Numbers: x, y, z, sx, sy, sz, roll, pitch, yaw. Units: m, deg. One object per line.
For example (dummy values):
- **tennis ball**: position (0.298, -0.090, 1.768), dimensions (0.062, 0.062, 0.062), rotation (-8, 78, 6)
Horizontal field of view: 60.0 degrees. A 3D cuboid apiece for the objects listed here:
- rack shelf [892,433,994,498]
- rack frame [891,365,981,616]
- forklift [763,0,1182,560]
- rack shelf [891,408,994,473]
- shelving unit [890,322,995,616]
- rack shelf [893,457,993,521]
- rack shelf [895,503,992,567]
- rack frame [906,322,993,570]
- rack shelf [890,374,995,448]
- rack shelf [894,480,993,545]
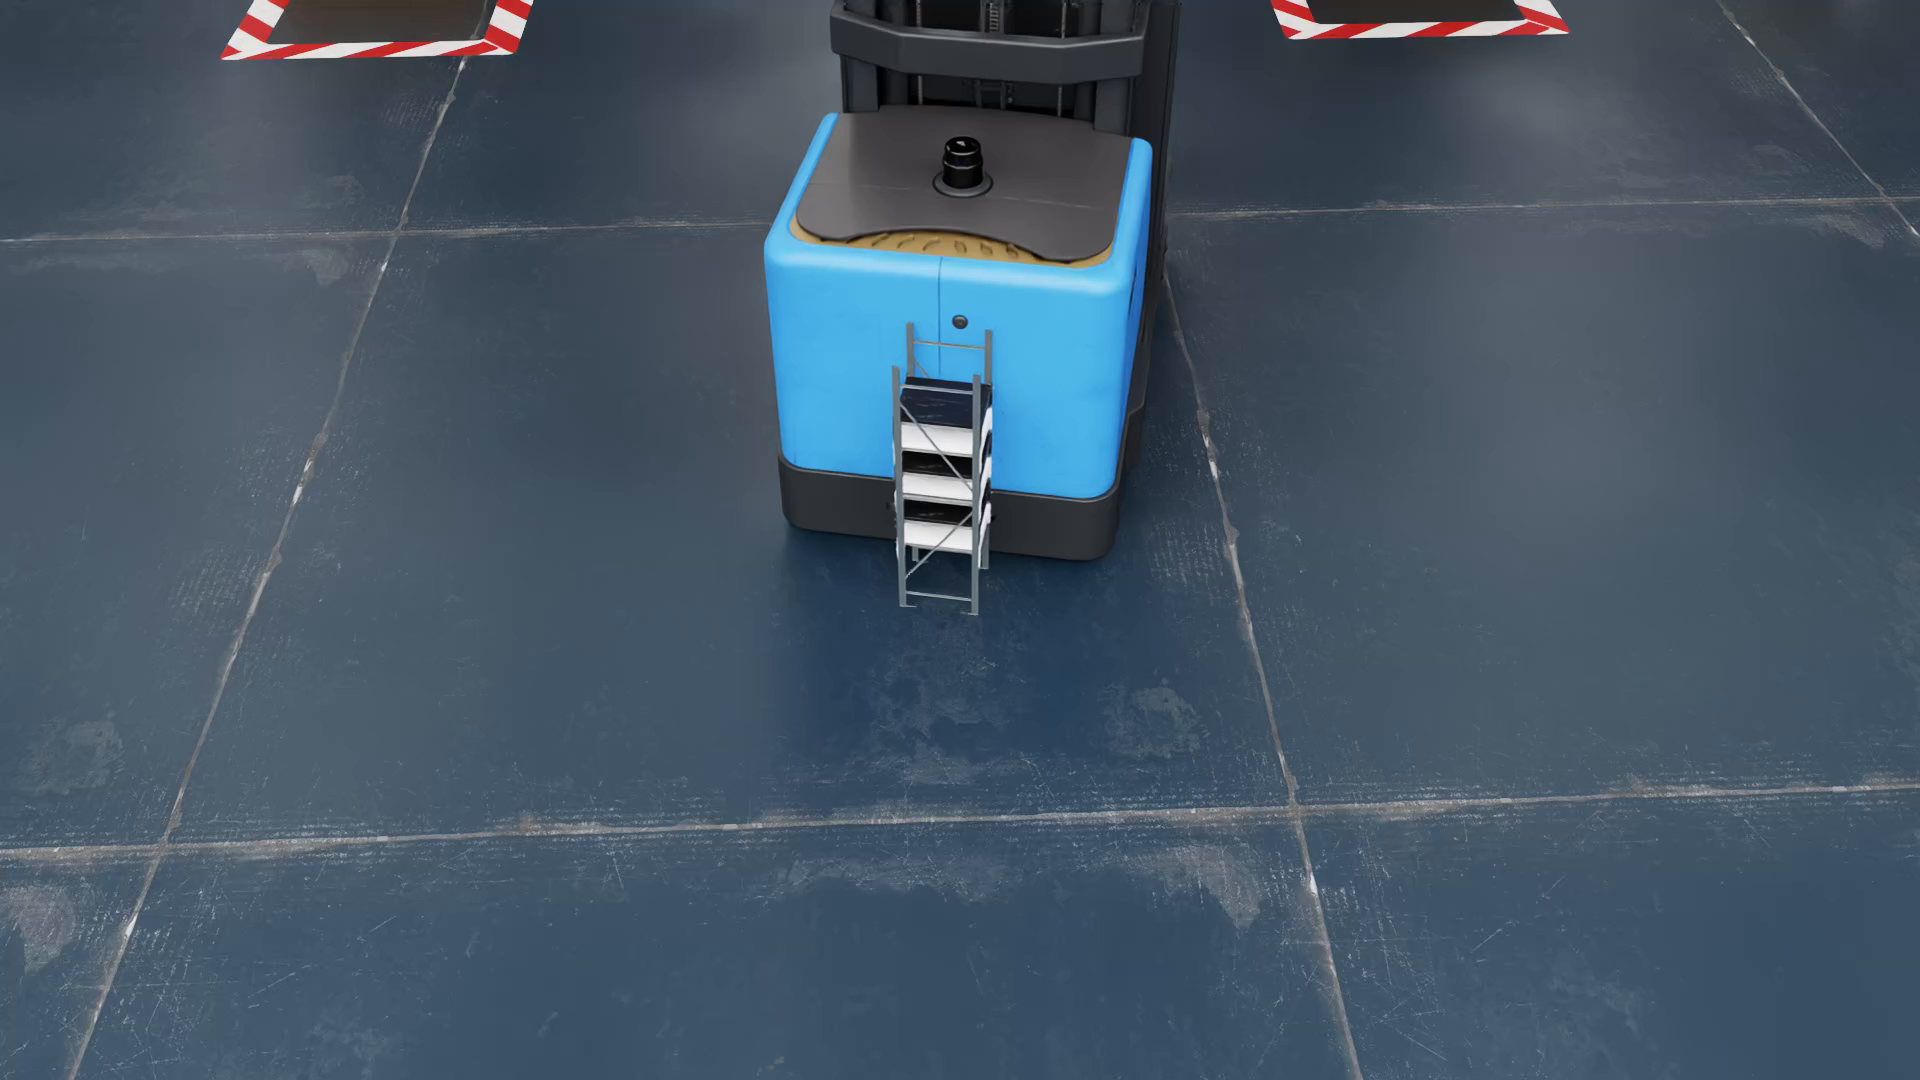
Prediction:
- **rack shelf**: position (-0.047, -0.228, 4.749), dimensions (0.258, 0.077, 0.200), rotation (7, 43, 7)
- **rack frame**: position (-0.064, -0.118, 4.713), dimensions (0.240, 0.900, 0.006), rotation (7, 43, 7)
- **forklift**: position (0.194, -2.021, 5.286), dimensions (1.130, 2.935, 3.031), rotation (7, 43, 7)
- **rack shelf**: position (-0.047, -0.294, 4.688), dimensions (0.258, 0.077, 0.200), rotation (7, 43, 7)
- **shelving unit**: position (-0.047, -0.186, 4.787), dimensions (0.258, 0.900, 0.210), rotation (7, 43, 7)
- **rack shelf**: position (-0.047, -0.161, 4.809), dimensions (0.258, 0.077, 0.200), rotation (7, 43, 7)
- **rack shelf**: position (-0.047, -0.029, 4.931), dimensions (0.258, 0.077, 0.200), rotation (7, 43, 7)
- **rack frame**: position (-0.030, -0.254, 4.861), dimensions (0.240, 0.900, 0.006), rotation (7, 43, 7)
- **rack shelf**: position (-0.047, -0.360, 4.627), dimensions (0.258, 0.077, 0.200), rotation (7, 43, 7)
- **rack shelf**: position (-0.047, -0.095, 4.870), dimensions (0.258, 0.077, 0.200), rotation (7, 43, 7)
